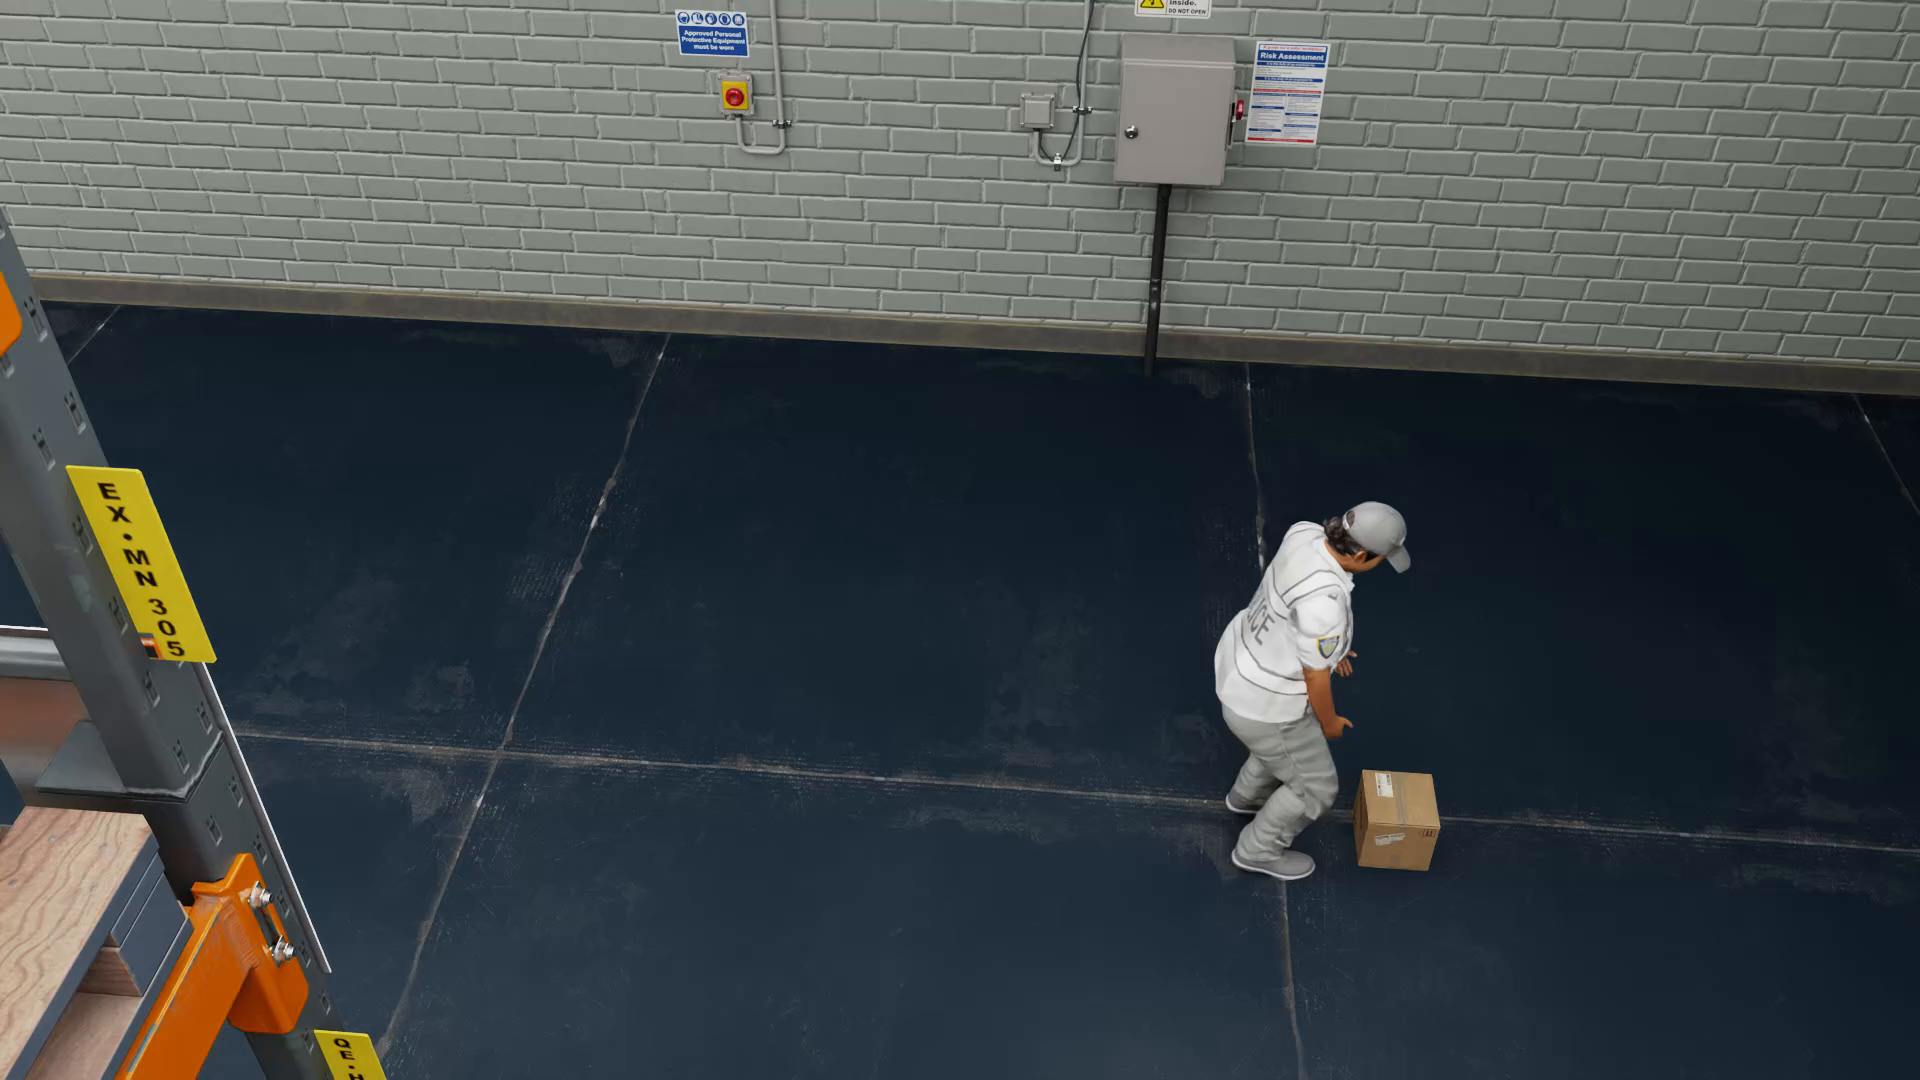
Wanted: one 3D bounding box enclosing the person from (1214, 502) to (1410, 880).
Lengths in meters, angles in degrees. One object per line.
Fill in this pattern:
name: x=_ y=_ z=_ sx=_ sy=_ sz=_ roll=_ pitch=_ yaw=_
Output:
person: x=1.151 y=0.485 z=5.676 sx=0.571 sy=1.559 sz=0.515 roll=4 pitch=40 yaw=5
